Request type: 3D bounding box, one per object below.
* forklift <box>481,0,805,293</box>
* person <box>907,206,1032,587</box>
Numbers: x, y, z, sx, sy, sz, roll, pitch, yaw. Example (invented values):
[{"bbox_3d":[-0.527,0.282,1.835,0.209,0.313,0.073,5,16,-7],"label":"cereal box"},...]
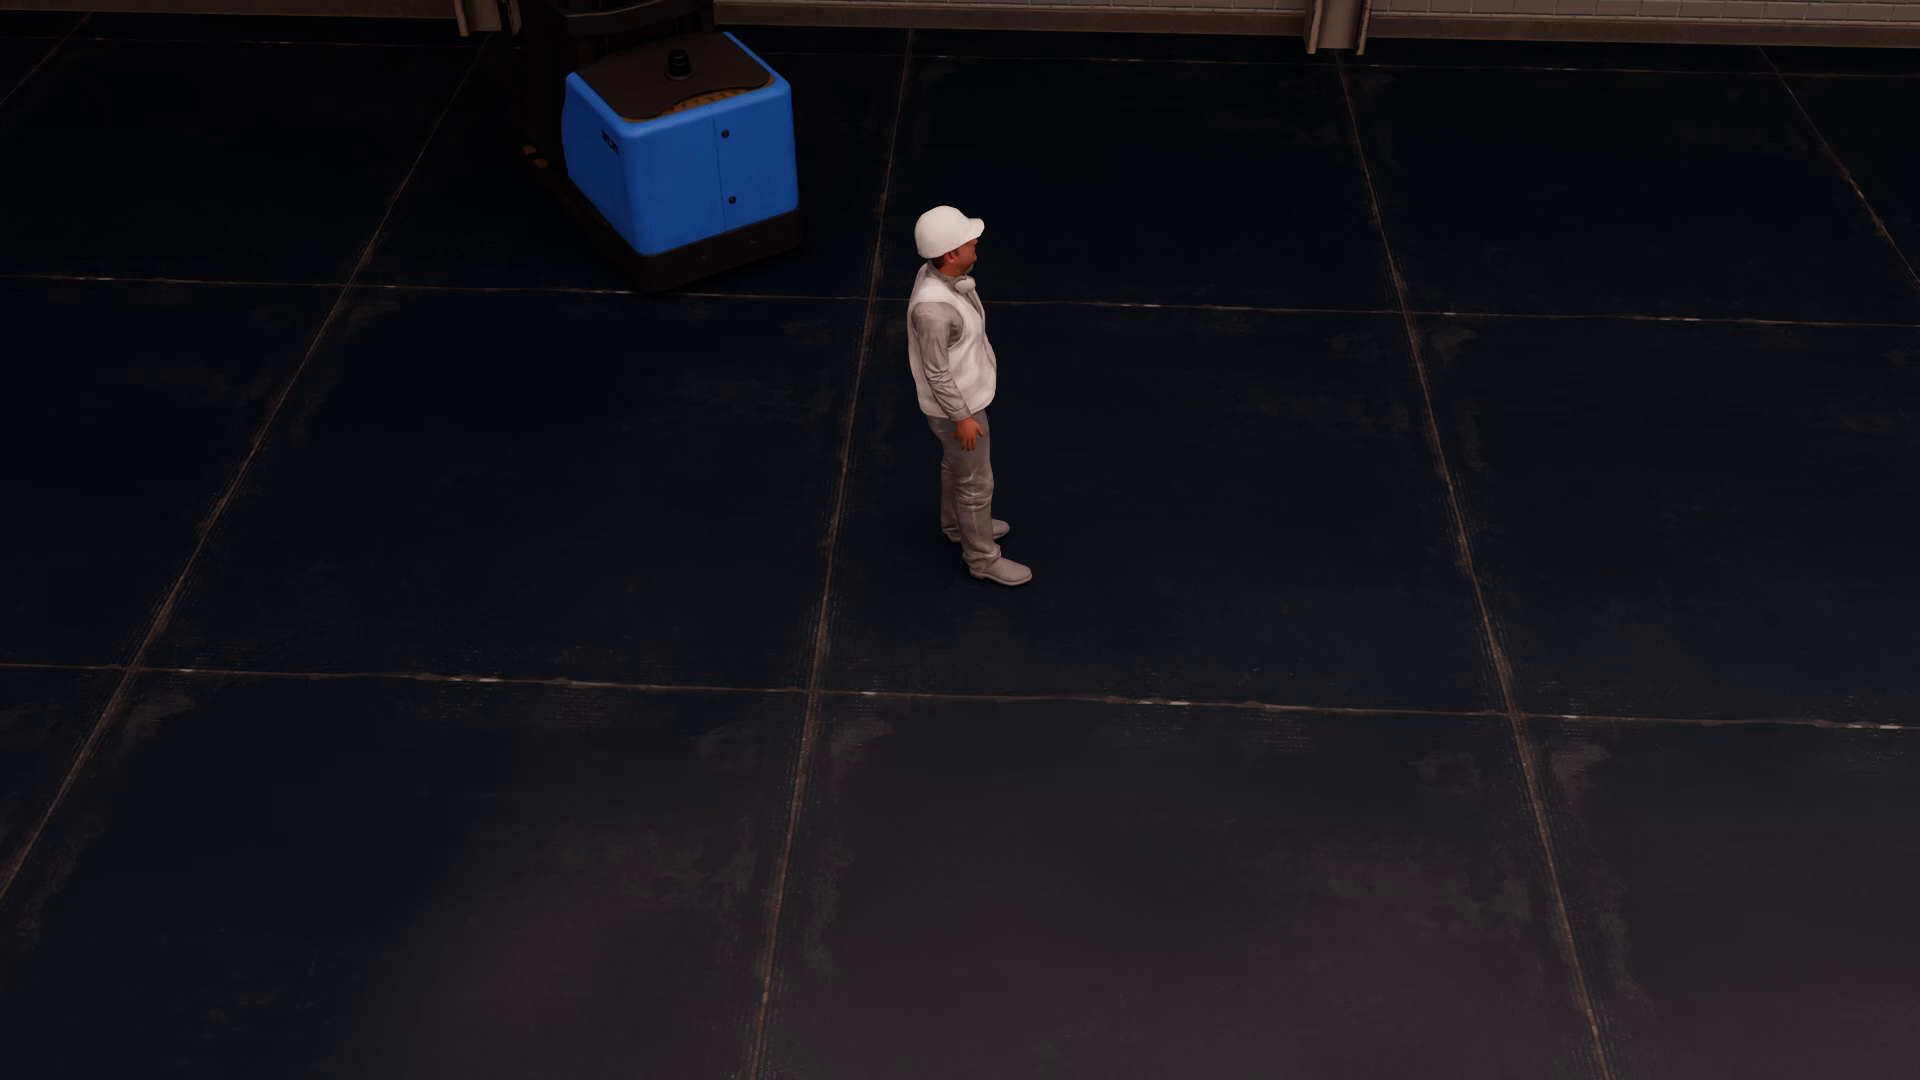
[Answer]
[{"bbox_3d":[-2.121,-3.440,9.510,1.130,2.935,3.031,-23,47,-23],"label":"forklift"},{"bbox_3d":[0.061,-0.653,7.305,0.568,1.773,0.632,2,42,2],"label":"person"}]
